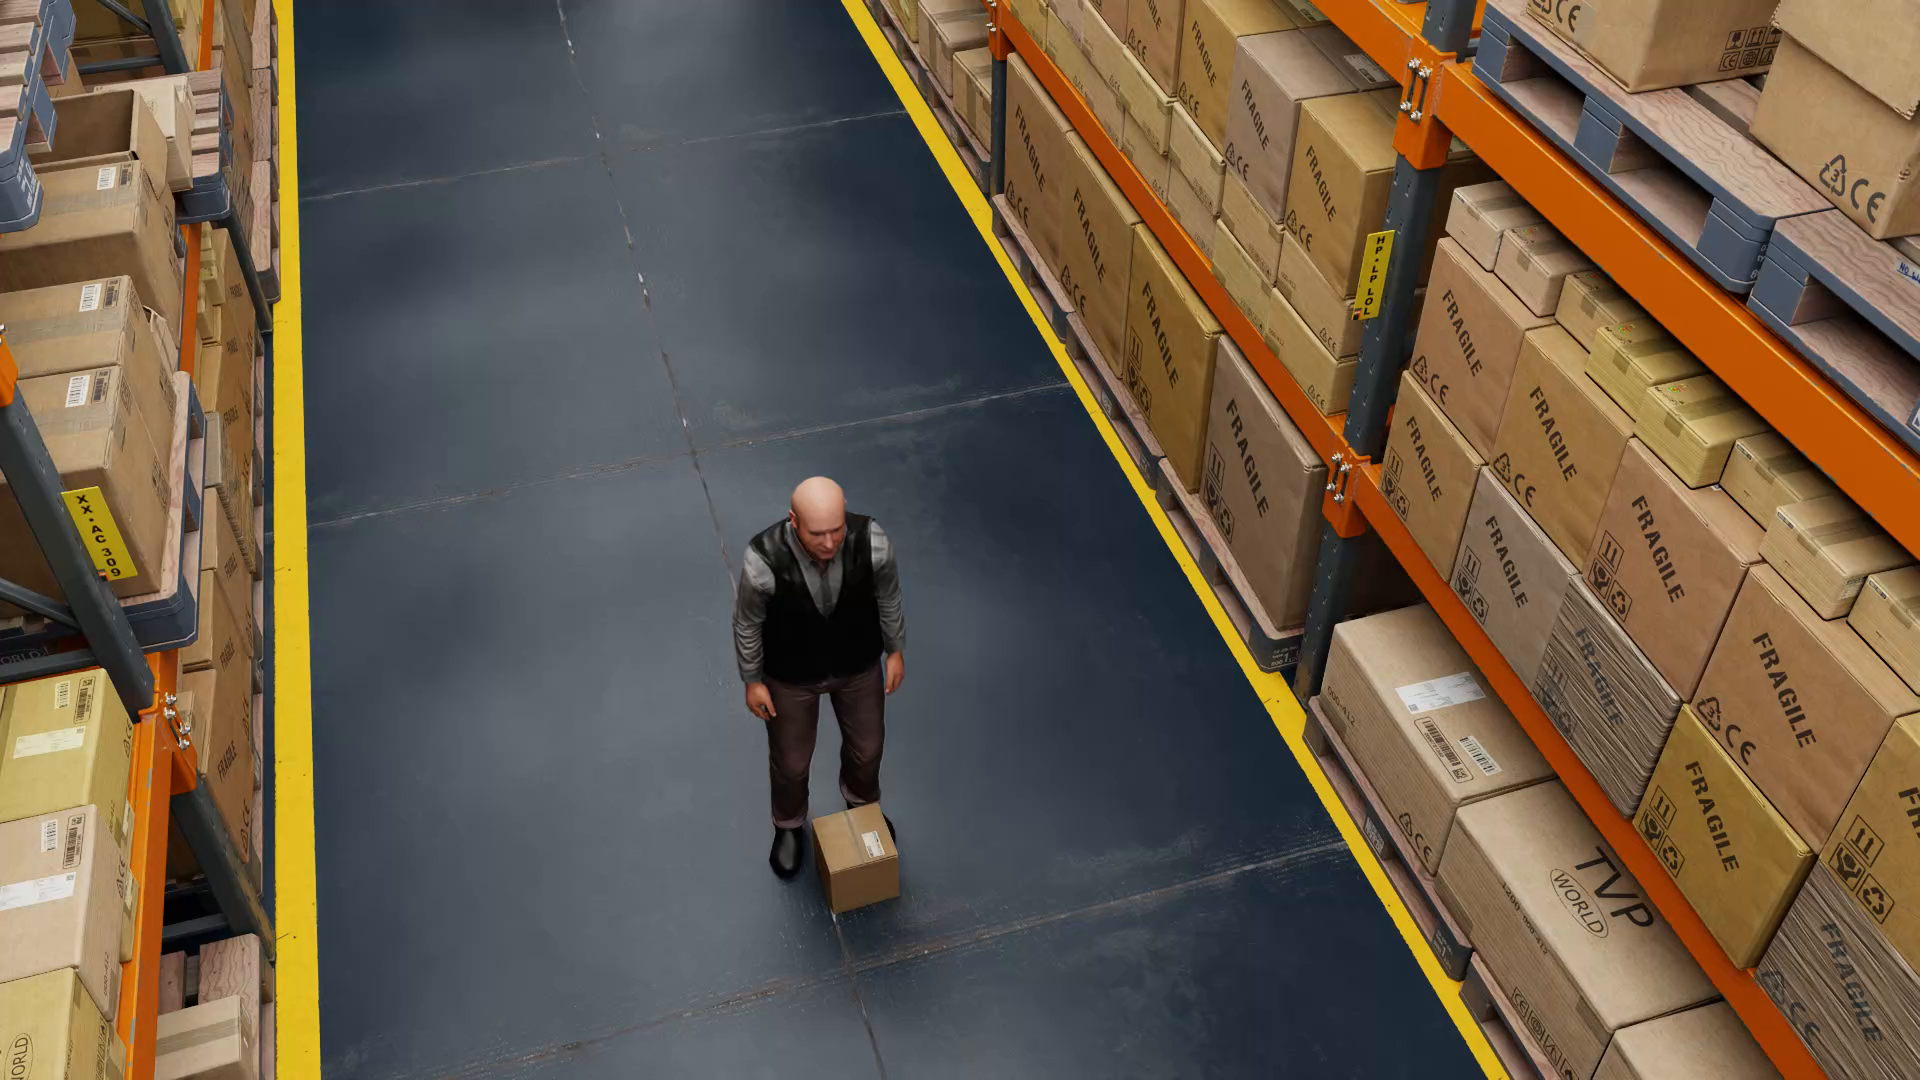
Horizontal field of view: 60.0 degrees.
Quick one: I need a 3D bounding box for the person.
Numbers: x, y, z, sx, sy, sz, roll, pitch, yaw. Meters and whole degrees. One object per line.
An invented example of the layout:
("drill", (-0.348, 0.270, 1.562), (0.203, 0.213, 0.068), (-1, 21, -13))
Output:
("person", (-0.465, 0.441, 5.687), (0.581, 1.721, 0.370), (-12, 43, -13))
